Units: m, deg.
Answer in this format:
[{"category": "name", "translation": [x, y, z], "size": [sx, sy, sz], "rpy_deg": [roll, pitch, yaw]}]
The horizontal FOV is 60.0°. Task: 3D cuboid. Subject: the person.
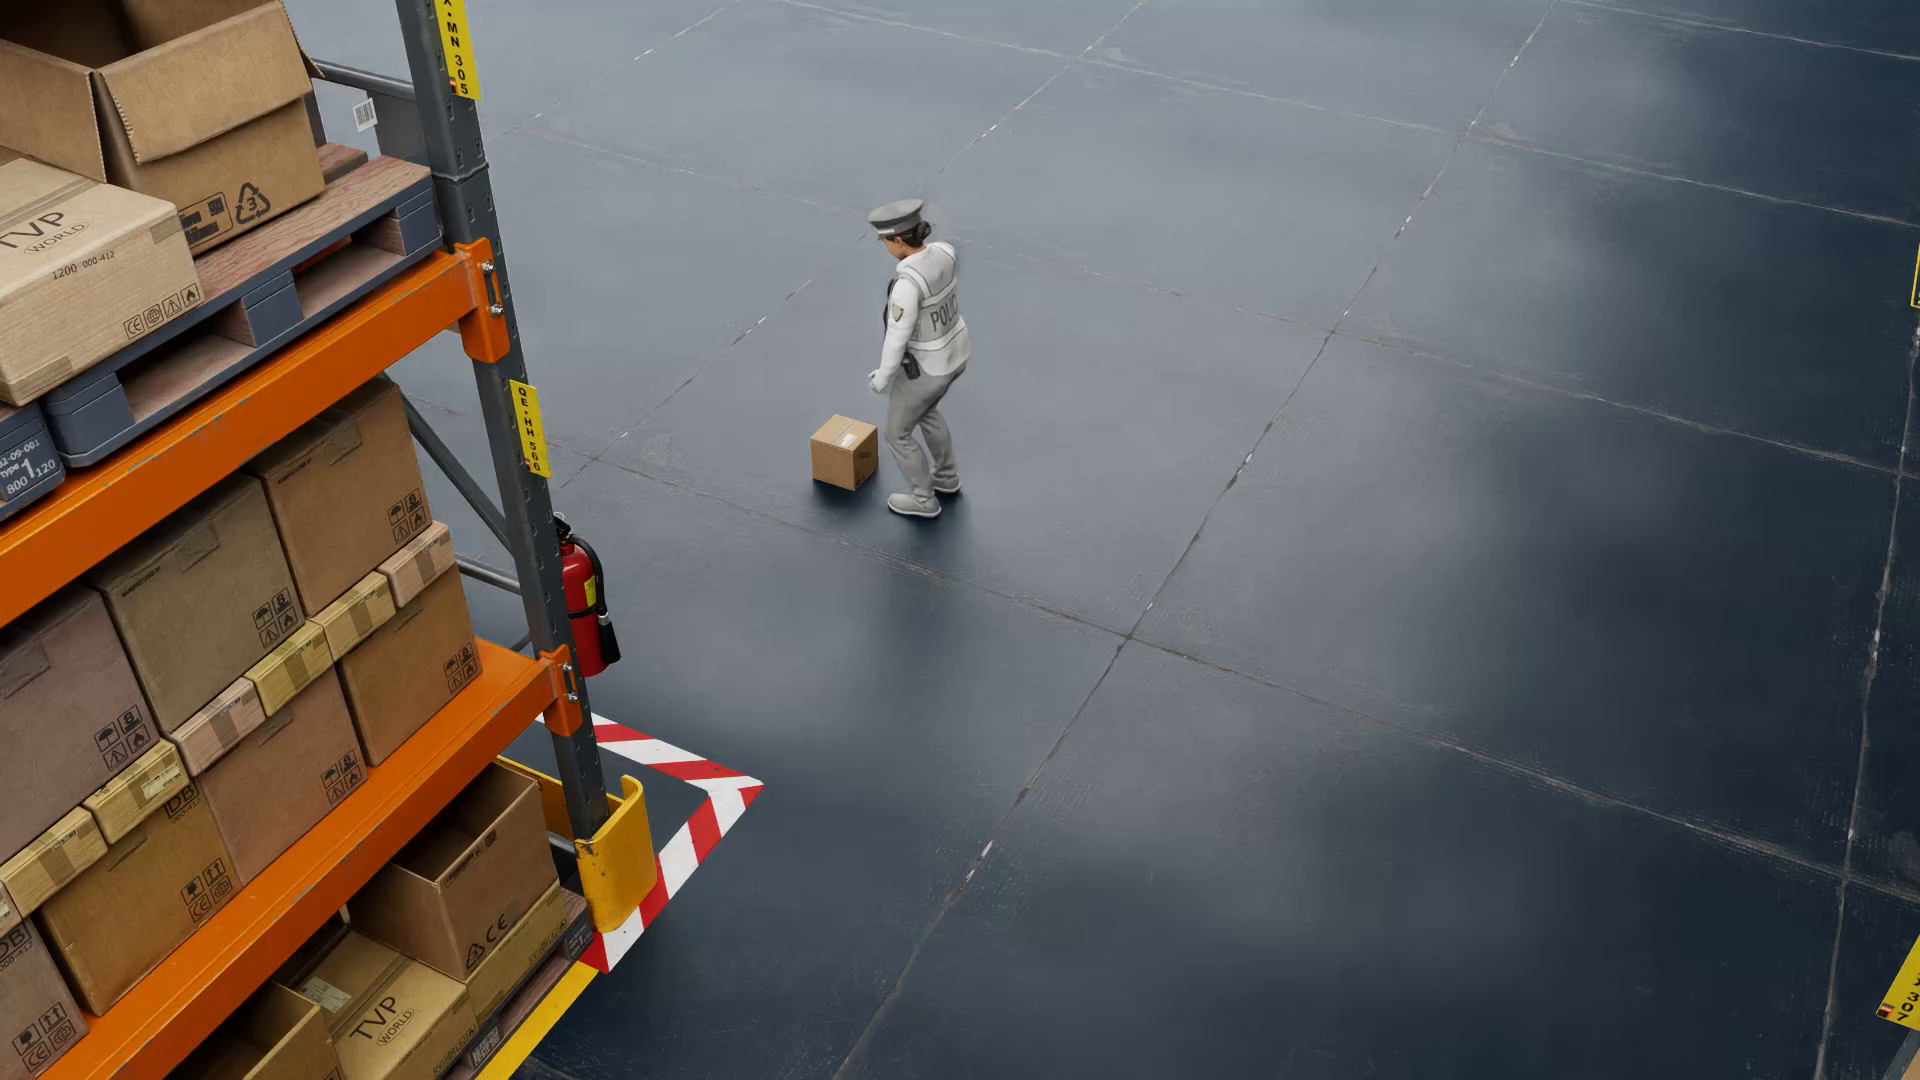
[{"category": "person", "translation": [-0.200, -0.834, 7.850], "size": [0.442, 1.626, 0.500], "rpy_deg": [19, 42, 22]}]
